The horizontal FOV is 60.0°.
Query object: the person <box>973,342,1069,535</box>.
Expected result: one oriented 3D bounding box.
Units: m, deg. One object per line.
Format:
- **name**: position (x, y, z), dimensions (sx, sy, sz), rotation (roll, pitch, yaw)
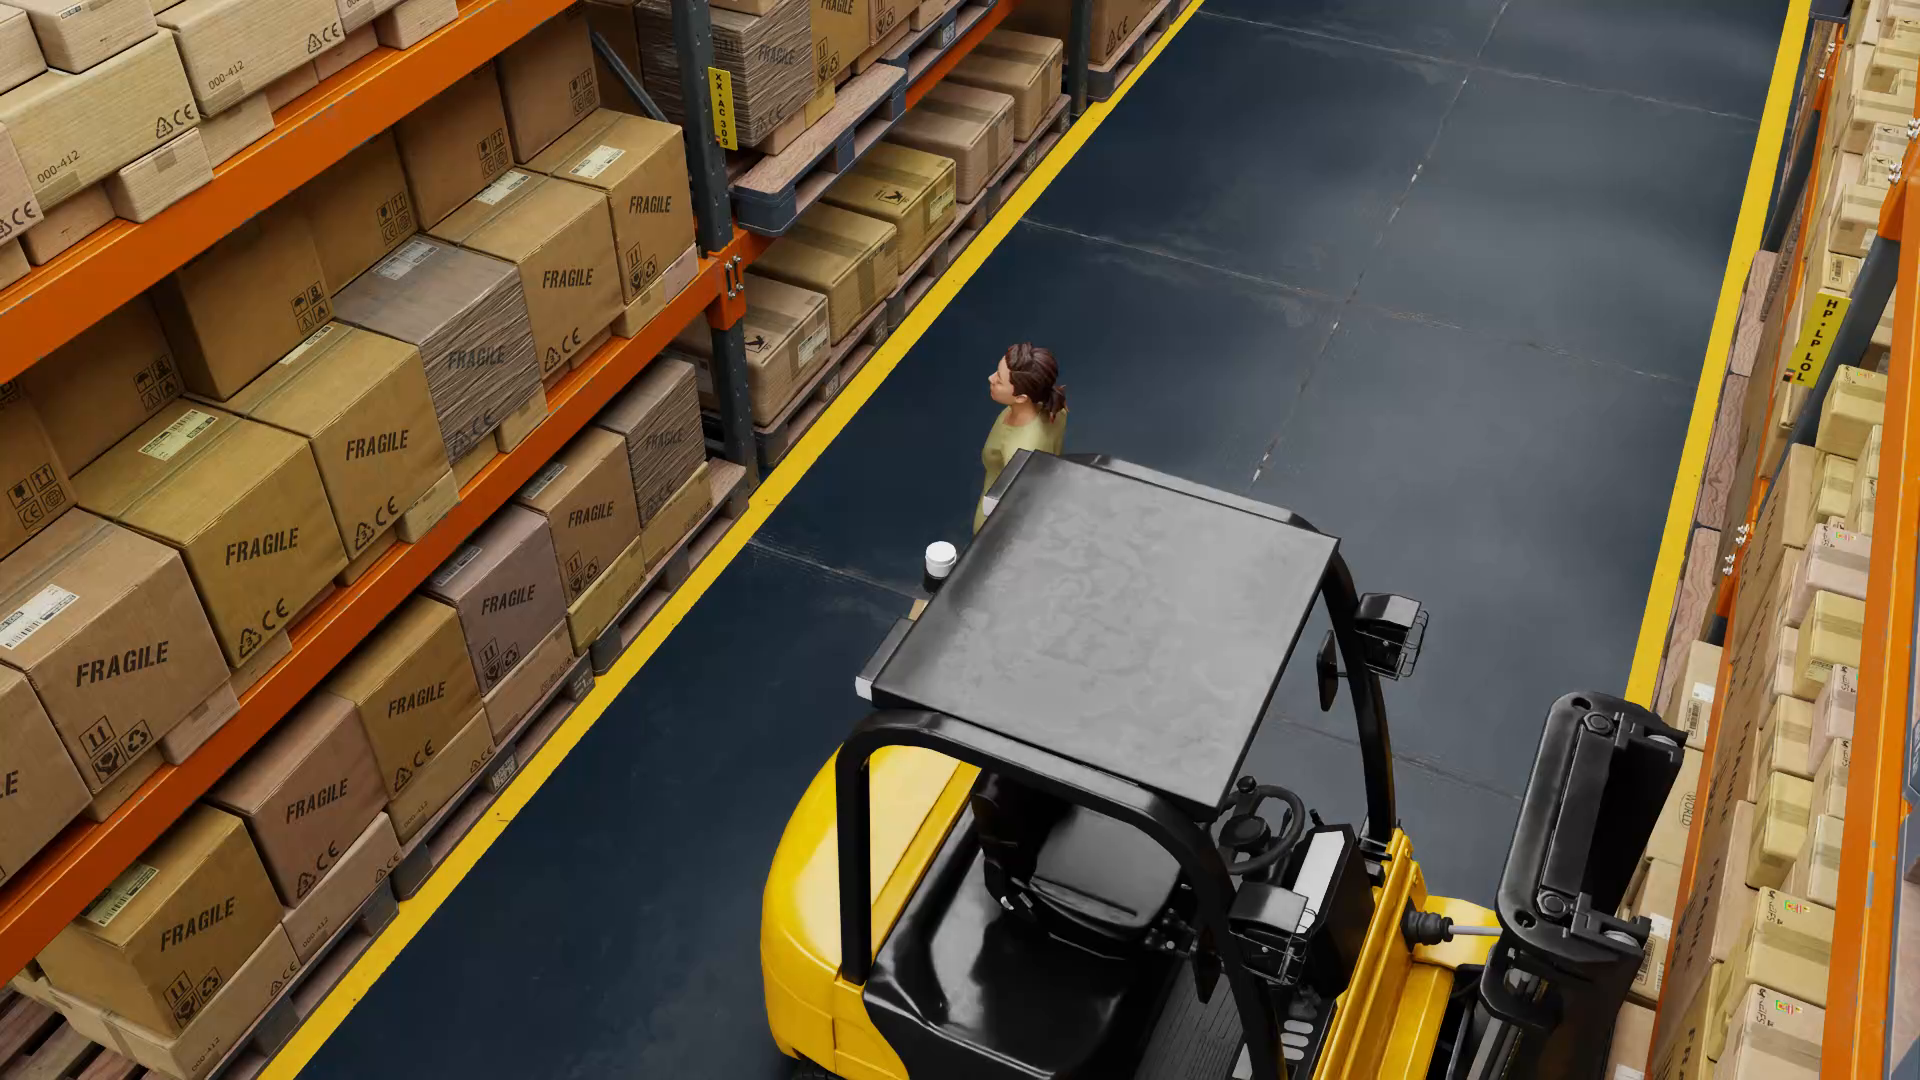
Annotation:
- **person**: position (0.127, -0.083, 6.238), dimensions (0.549, 1.675, 0.553), rotation (12, 43, 13)
